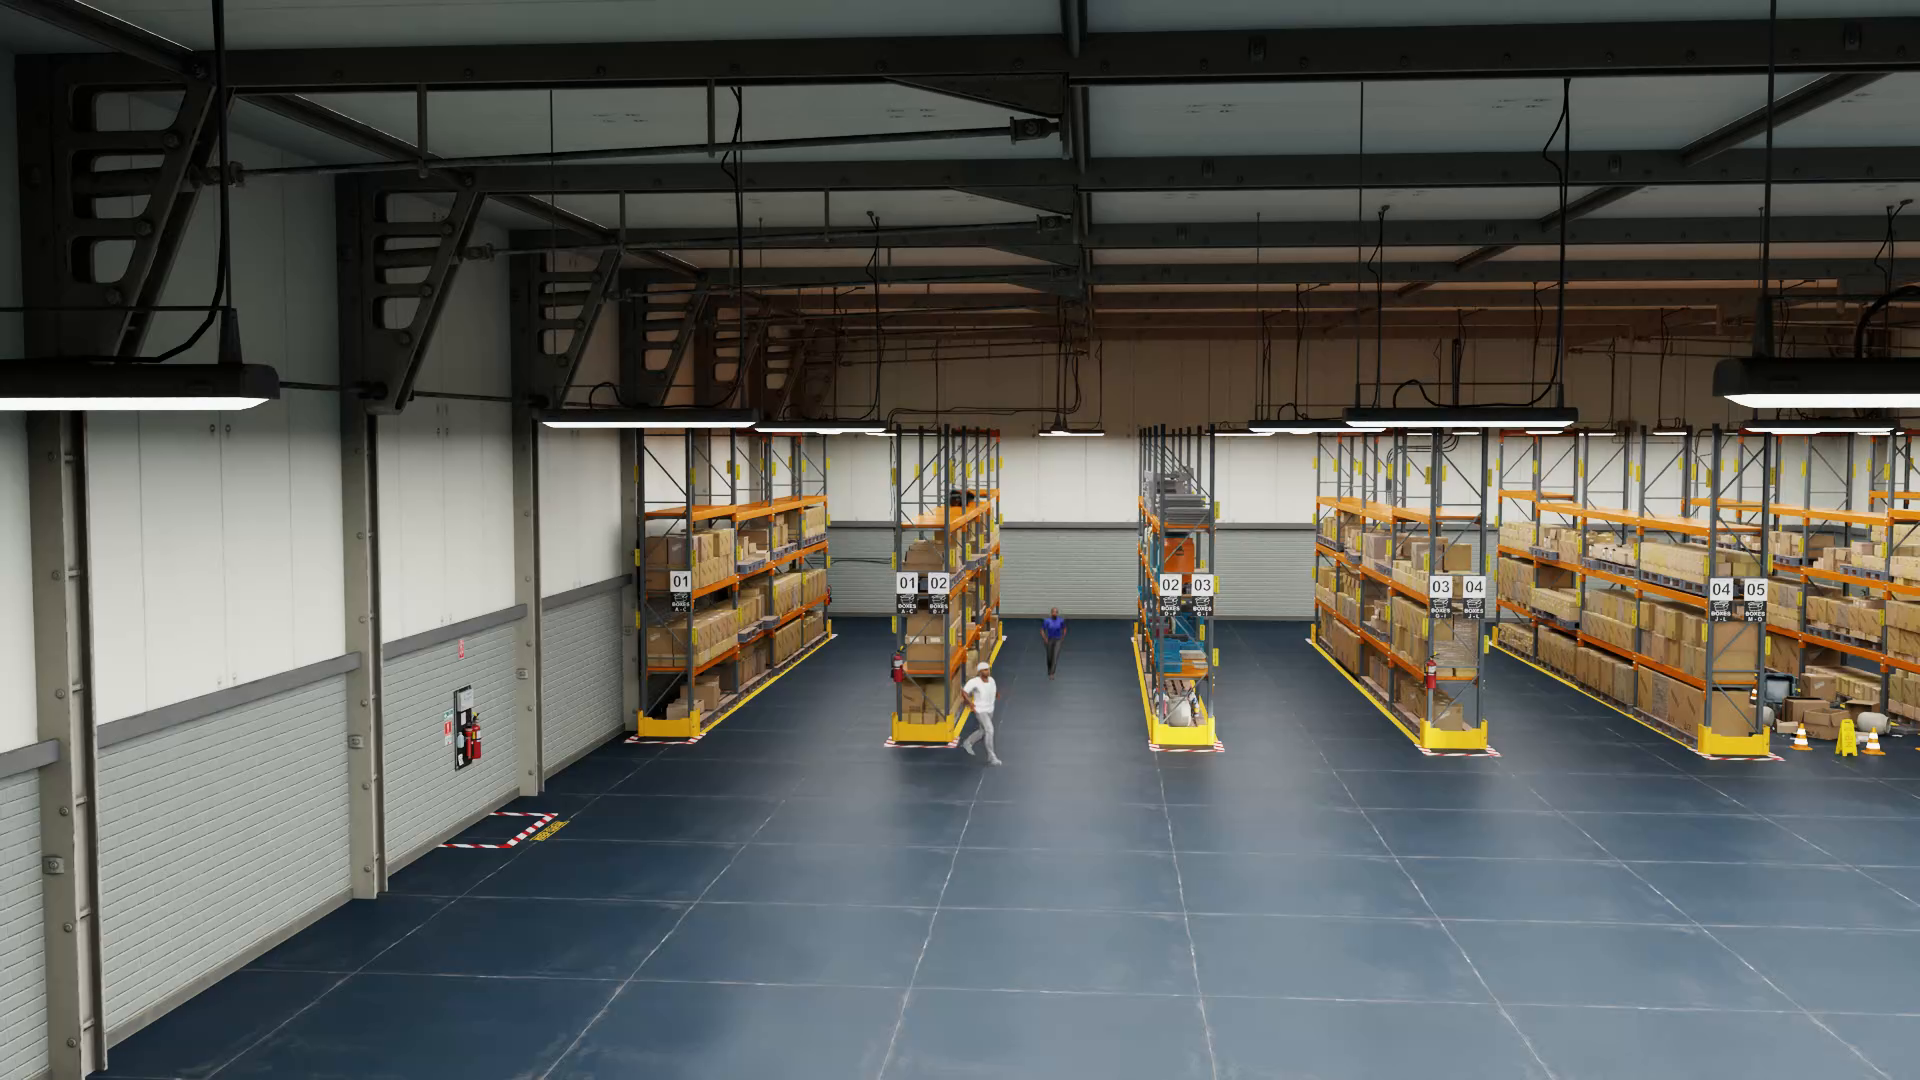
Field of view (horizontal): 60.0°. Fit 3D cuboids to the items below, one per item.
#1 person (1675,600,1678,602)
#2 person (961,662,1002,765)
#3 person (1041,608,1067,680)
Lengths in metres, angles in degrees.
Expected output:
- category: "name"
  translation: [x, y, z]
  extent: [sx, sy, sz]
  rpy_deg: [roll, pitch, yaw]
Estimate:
- category: "person"
  translation: [20.493, 2.096, 47.191]
  extent: [0.506, 1.539, 0.585]
  rpy_deg: [3, 4, 37]
- category: "person"
  translation: [0.415, 3.041, 29.492]
  extent: [0.916, 1.781, 0.681]
  rpy_deg: [3, 5, 40]
- category: "person"
  translation: [2.138, 2.347, 37.796]
  extent: [0.599, 1.610, 0.578]
  rpy_deg: [0, 3, -3]
